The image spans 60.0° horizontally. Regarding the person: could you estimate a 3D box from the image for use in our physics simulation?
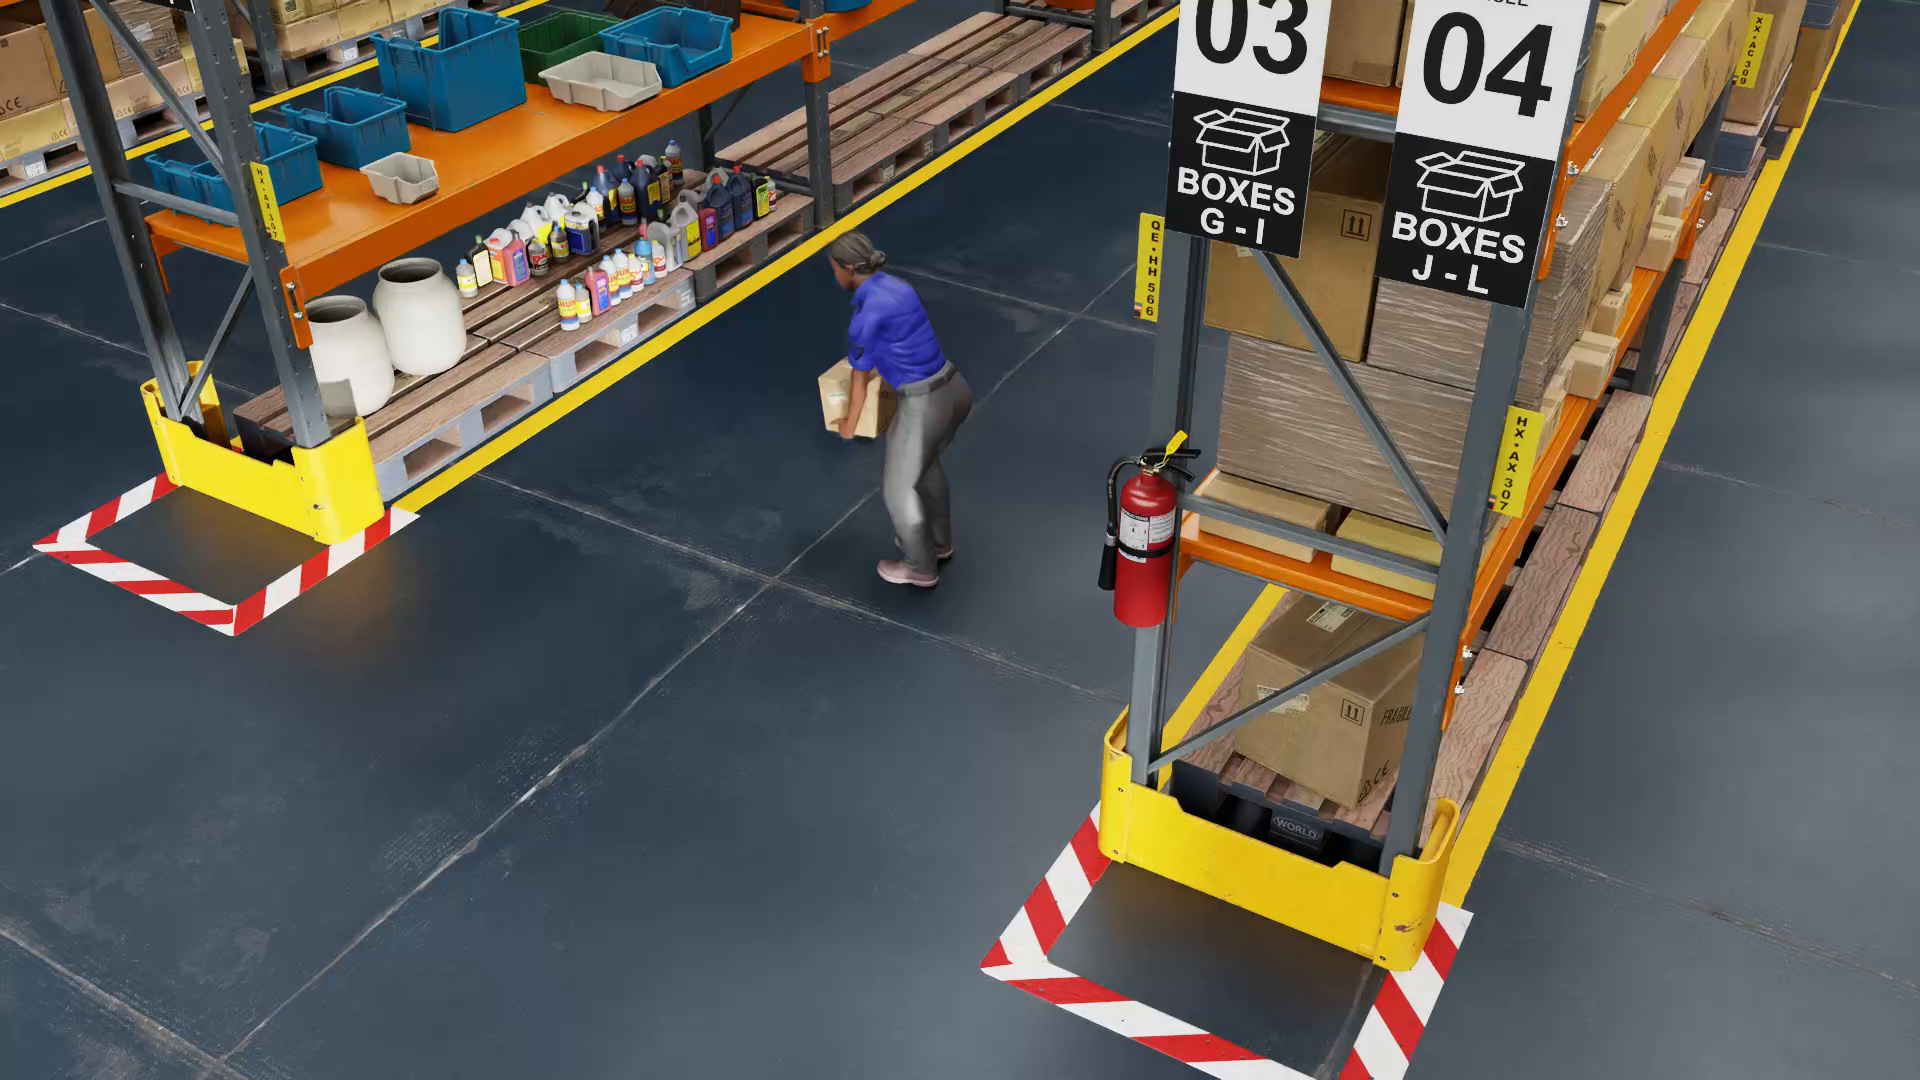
[{"bbox_3d":[-0.261,-0.549,7.054,0.596,1.550,0.407,17,38,23],"label":"person"}]
